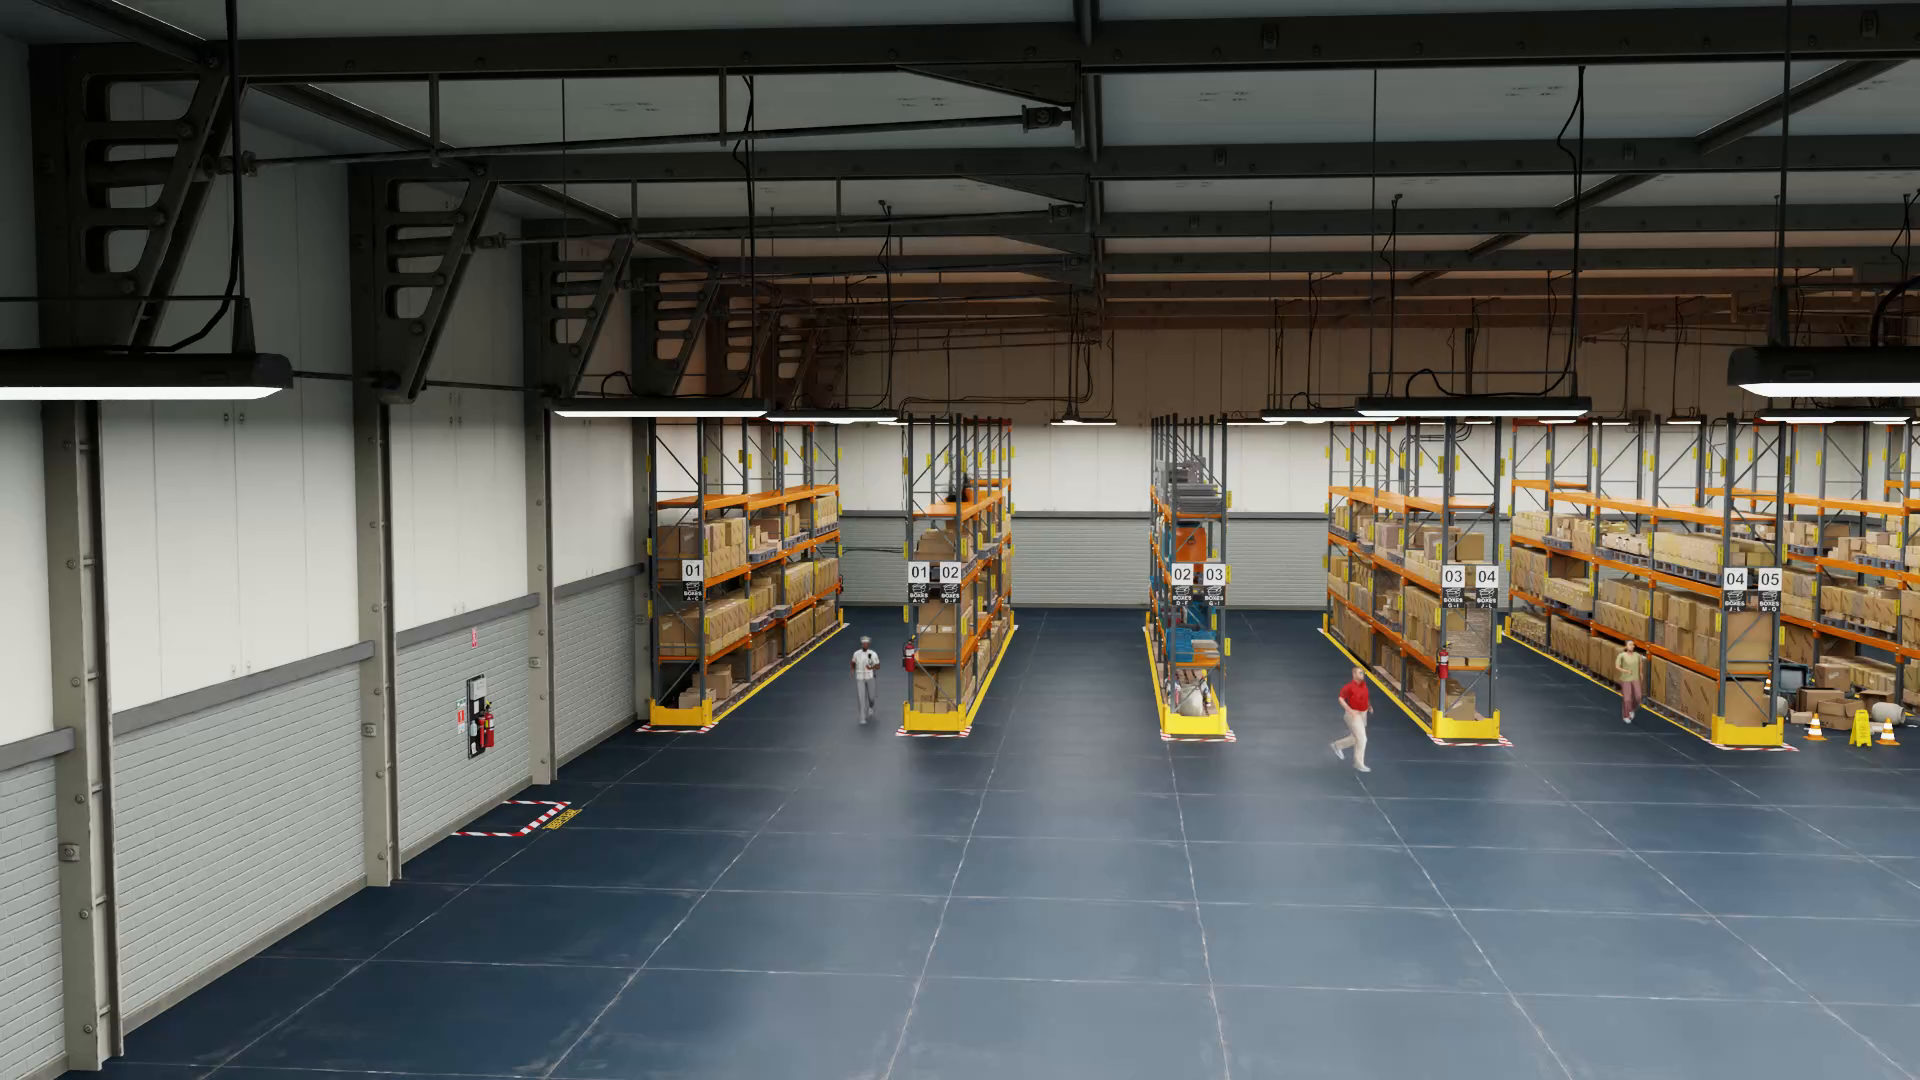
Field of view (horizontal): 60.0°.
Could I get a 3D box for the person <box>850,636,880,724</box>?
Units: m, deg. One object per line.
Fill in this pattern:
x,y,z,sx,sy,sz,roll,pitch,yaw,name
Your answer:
-1.851,2.697,32.296,0.593,1.664,0.919,0,4,2,person

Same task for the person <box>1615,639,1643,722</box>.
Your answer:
12.993,2.733,32.214,0.566,1.633,0.555,0,4,5,person

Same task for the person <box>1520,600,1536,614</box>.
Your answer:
16.242,1.705,47.381,0.599,1.680,0.753,2,4,26,person

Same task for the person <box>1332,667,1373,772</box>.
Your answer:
6.604,2.992,28.013,0.797,1.733,0.655,4,5,44,person
